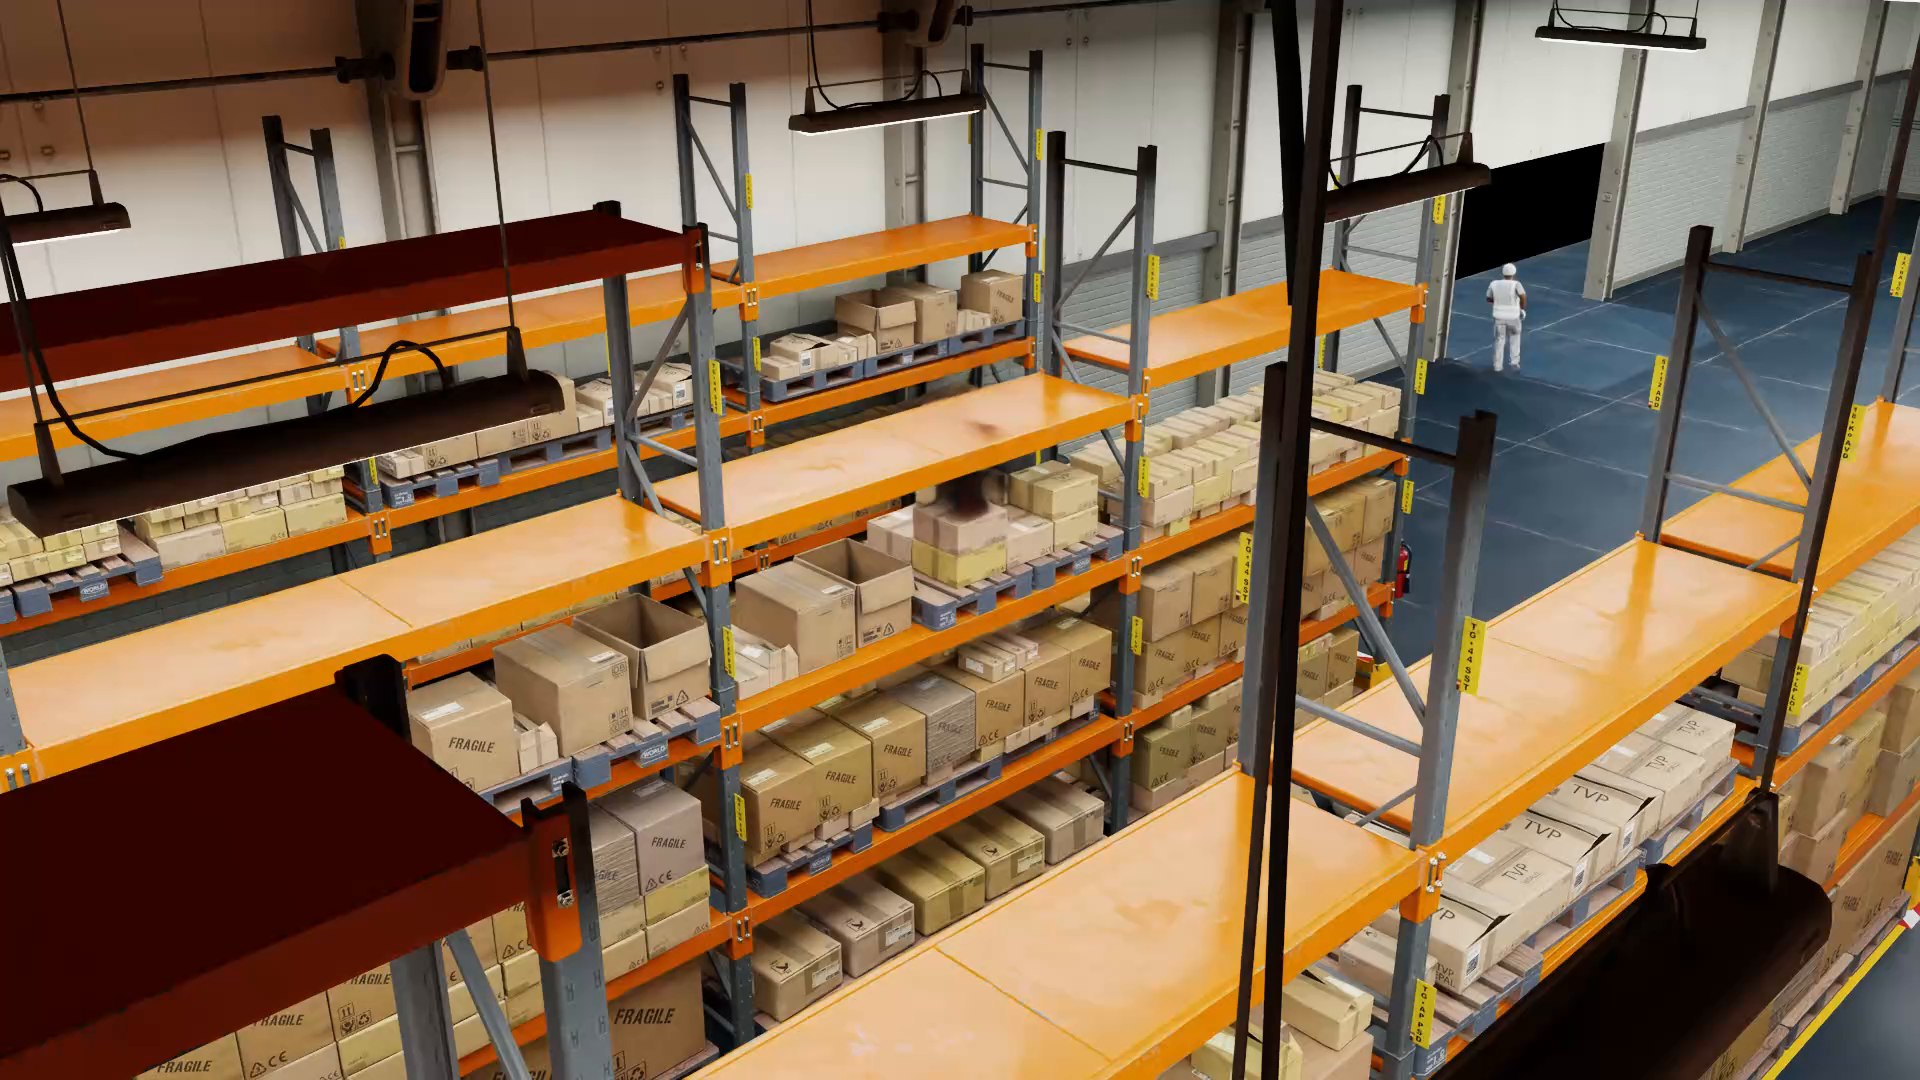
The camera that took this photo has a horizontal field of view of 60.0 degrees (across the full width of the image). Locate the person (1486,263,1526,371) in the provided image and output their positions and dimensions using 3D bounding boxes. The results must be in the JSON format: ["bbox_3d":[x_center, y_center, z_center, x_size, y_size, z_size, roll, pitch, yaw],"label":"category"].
[{"bbox_3d":[8.962,-3.640,27.386,0.678,1.819,0.777,12,25,26],"label":"person"}]
